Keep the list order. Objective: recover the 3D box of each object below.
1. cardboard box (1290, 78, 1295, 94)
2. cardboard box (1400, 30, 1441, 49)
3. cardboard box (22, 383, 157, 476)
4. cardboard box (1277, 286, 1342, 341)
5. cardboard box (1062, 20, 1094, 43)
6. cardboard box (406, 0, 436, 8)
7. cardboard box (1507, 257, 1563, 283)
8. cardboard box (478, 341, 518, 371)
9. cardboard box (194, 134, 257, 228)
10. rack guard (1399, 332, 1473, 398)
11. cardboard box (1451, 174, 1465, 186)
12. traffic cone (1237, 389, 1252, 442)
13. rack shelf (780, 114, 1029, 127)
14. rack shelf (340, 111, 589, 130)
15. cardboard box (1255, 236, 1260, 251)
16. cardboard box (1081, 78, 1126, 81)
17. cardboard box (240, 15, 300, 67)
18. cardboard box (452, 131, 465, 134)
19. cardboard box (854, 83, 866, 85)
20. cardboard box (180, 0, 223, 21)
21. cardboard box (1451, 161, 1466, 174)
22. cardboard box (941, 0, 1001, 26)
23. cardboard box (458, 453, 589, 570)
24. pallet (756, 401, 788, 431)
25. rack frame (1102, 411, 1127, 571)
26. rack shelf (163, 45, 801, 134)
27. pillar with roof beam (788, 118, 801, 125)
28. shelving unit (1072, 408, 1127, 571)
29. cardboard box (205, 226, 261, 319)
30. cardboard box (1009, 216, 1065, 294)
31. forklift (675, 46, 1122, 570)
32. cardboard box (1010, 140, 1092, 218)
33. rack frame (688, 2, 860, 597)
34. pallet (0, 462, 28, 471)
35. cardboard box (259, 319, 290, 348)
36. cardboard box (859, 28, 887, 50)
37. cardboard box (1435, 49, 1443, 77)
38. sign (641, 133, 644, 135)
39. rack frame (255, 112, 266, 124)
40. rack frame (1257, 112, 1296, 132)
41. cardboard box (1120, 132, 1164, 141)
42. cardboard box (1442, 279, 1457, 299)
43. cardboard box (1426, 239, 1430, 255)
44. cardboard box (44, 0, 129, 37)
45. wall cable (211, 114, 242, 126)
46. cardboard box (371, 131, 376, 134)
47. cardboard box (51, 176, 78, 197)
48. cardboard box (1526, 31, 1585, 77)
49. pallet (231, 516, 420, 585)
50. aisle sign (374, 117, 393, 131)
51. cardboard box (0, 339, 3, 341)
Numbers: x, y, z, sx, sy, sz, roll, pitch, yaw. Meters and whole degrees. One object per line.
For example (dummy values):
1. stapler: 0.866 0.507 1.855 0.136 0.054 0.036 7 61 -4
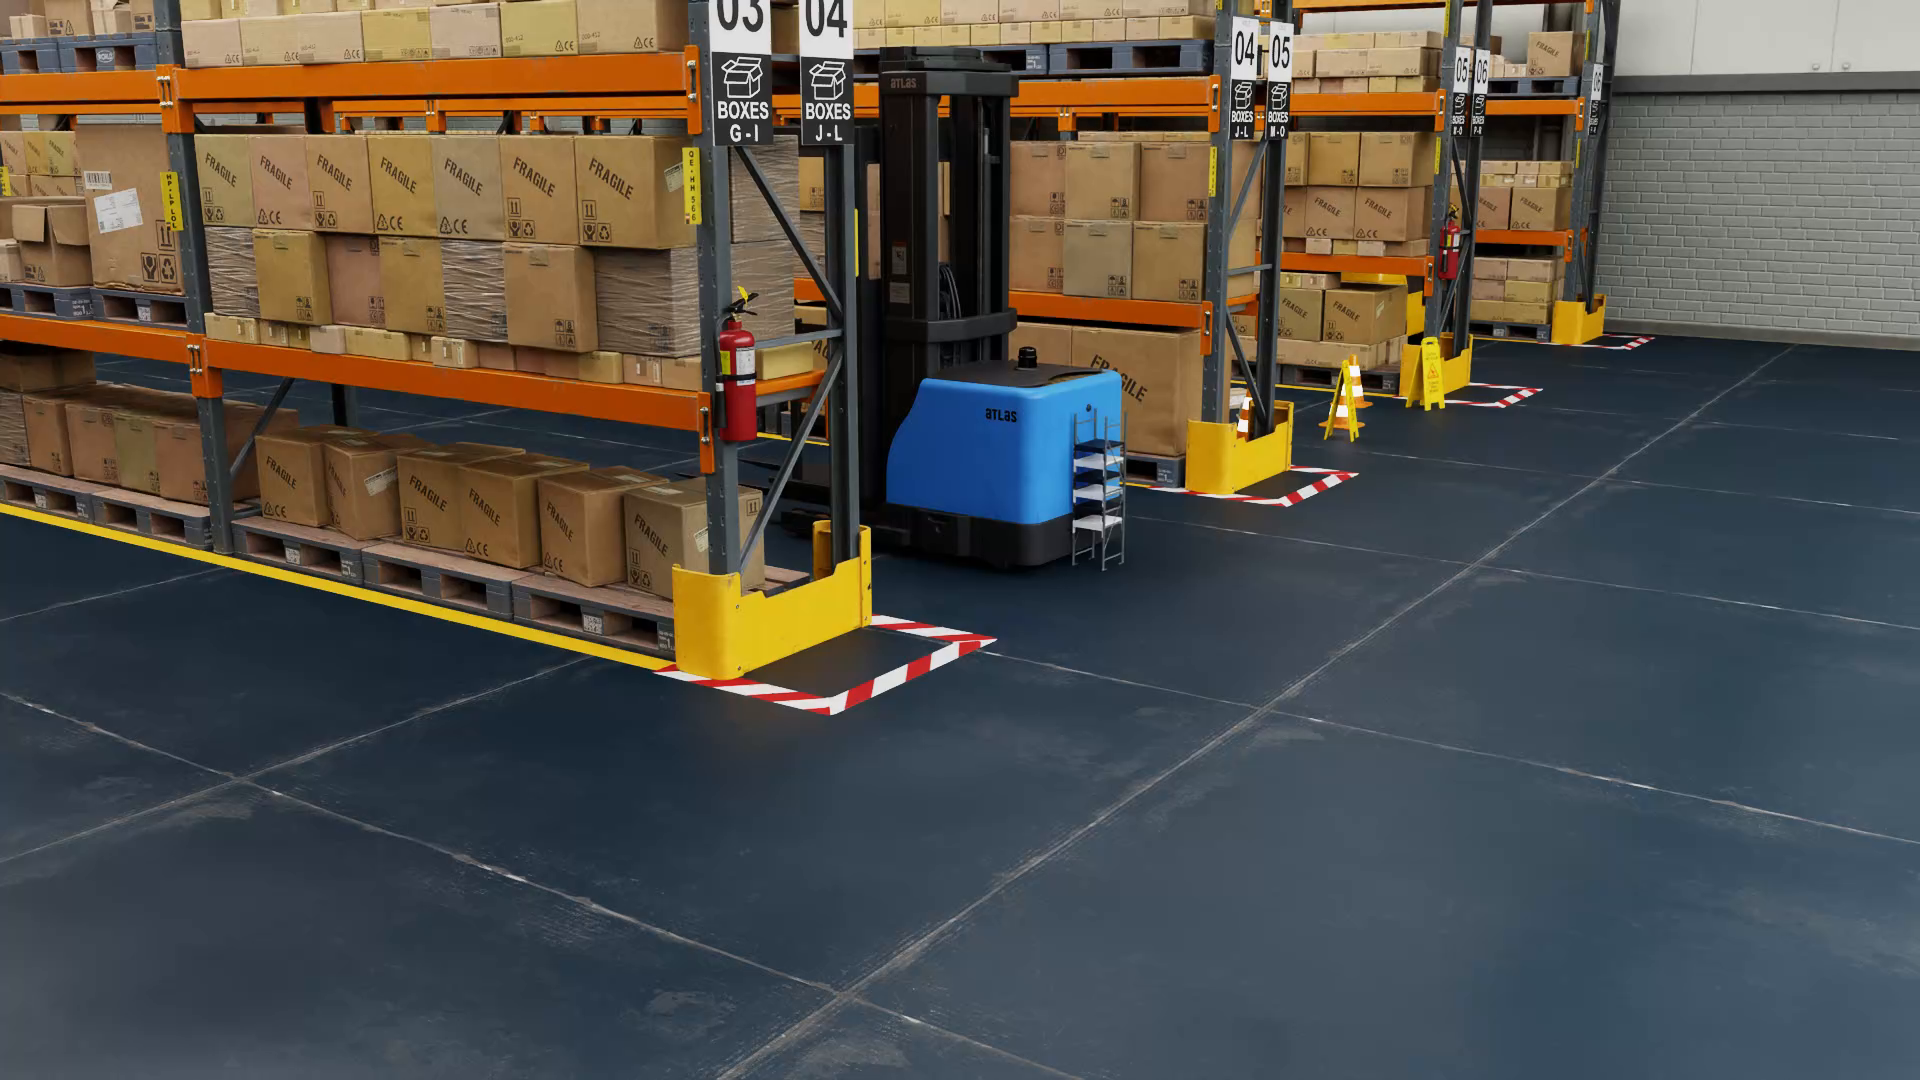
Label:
1. cardboard box: 3.195 -4.409 16.171 0.250 0.149 0.380 9 16 31
2. cardboard box: 4.249 -4.613 15.336 0.250 0.149 0.380 9 17 33
3. cardboard box: -5.966 -0.770 11.477 0.500 0.500 0.700 11 18 37
4. cardboard box: 3.449 -2.263 16.511 0.500 0.500 0.500 10 17 35
5. cardboard box: 0.919 -3.570 11.703 0.250 0.149 0.380 9 17 33
6. cardboard box: -2.518 -2.703 8.240 0.250 0.149 0.380 8 16 30
7. cardboard box: 6.905 -3.249 19.975 0.500 0.250 0.500 10 17 35
8. cardboard box: -2.234 -0.969 8.517 0.250 0.149 0.380 9 17 33
9. cardboard box: -3.924 -2.033 9.385 0.500 0.500 0.500 9 17 33
10. rack guard: 4.631 -1.702 16.158 0.348 0.500 1.175 9 17 33
11. cardboard box: 6.160 -4.387 20.244 0.250 0.149 0.380 9 16 31
12. traffic cone: 2.368 -1.028 13.511 0.334 0.463 0.336 9 17 33
13. rack shelf: -0.836 -6.343 24.960 4.000 0.370 1.077 9 17 33
14. rack shelf: -6.922 -5.890 23.127 4.000 0.370 1.077 9 17 33
15. cardboard box: 3.007 -3.000 16.721 0.250 0.149 0.380 9 17 33
16. cardboard box: 1.588 -4.856 17.147 0.500 0.250 0.500 9 16 32
17. cardboard box: -3.483 -2.668 8.927 0.500 0.250 0.500 9 17 32
18. cardboard box: -6.722 -5.525 22.762 0.250 0.149 0.380 9 16 32
19. cardboard box: -1.163 -5.354 19.257 0.500 0.500 0.700 9 17 33
20. cardboard box: -4.058 -2.937 9.187 0.250 0.149 0.380 9 16 31
21. cardboard box: 6.149 -4.527 20.190 0.250 0.149 0.380 10 17 34
22. cardboard box: 0.205 -3.897 12.192 0.500 0.250 0.500 9 17 33
23. cardboard box: -2.369 -0.168 9.087 0.500 0.500 0.500 11 18 38
24. pallet: -1.986 -1.176 14.634 1.213 0.211 1.003 9 17 33
25. rack frame: 0.890 -0.280 9.582 0.006 0.900 0.240 10 17 35
26. rack shelf: -2.496 -2.304 8.644 4.000 0.370 1.077 9 17 33
27. pillar with roof beam: -4.973 -7.832 23.233 0.400 9.000 9.100 9 17 33
28. shelving unit: 0.808 -0.294 9.640 0.210 0.900 0.258 10 17 35
29. cardboard box: -3.817 -1.586 9.660 0.500 0.500 0.875 9 17 33
30. cardboard box: 0.819 -2.188 12.606 0.550 0.550 0.875 9 17 33
31. forklift: -0.507 -1.511 10.328 3.031 2.935 1.130 10 17 35
32. cardboard box: 0.833 -2.717 12.496 0.550 0.550 0.875 9 17 33
33. rack frame: -0.836 -0.929 7.835 0.127 3.000 1.000 9 17 33
34. pallet: -6.827 -0.543 12.079 1.213 0.211 1.003 9 17 33
35. cardboard box: -3.722 -1.191 9.414 0.250 0.149 0.380 9 17 33
36. cardboard box: -0.561 -3.809 12.667 0.250 0.149 0.380 9 16 32
37. cardboard box: 4.426 -4.553 15.926 0.500 0.250 0.500 9 16 32
38. sign: -5.488 -6.865 28.744 0.005 0.325 0.100 9 17 33
39. rack frame: -7.942 -3.514 18.276 0.127 3.000 1.000 9 17 33
40. rack frame: 4.142 -4.432 21.984 0.127 3.000 1.000 9 17 33
41. cardboard box: 2.031 -3.945 17.109 0.500 0.500 0.700 9 17 33
42. cardboard box: 6.033 -3.145 20.592 0.500 0.250 0.500 9 16 32
43. cardboard box: 4.528 -2.870 16.198 0.250 0.149 0.380 9 17 33
44. cardboard box: -5.272 -3.385 10.422 0.637 0.503 0.797 10 17 35
45. wall cable: -12.492 -6.580 28.547 0.122 1.984 0.588 9 17 33
46. cardboard box: -8.185 -5.776 23.775 0.250 0.149 0.380 10 17 34
47. cardboard box: -10.185 -3.993 19.384 0.500 0.500 0.500 9 17 34
48. cardboard box: 6.958 -5.663 19.425 0.500 0.500 0.500 10 17 35
49. pallet: -3.578 -0.029 10.001 1.213 0.211 1.003 9 17 33
50. aisle sign: -8.469 -6.384 24.461 0.004 0.787 0.394 9 17 33
51. cardboard box: -8.036 -1.271 12.764 0.875 0.875 1.225 8 16 30
